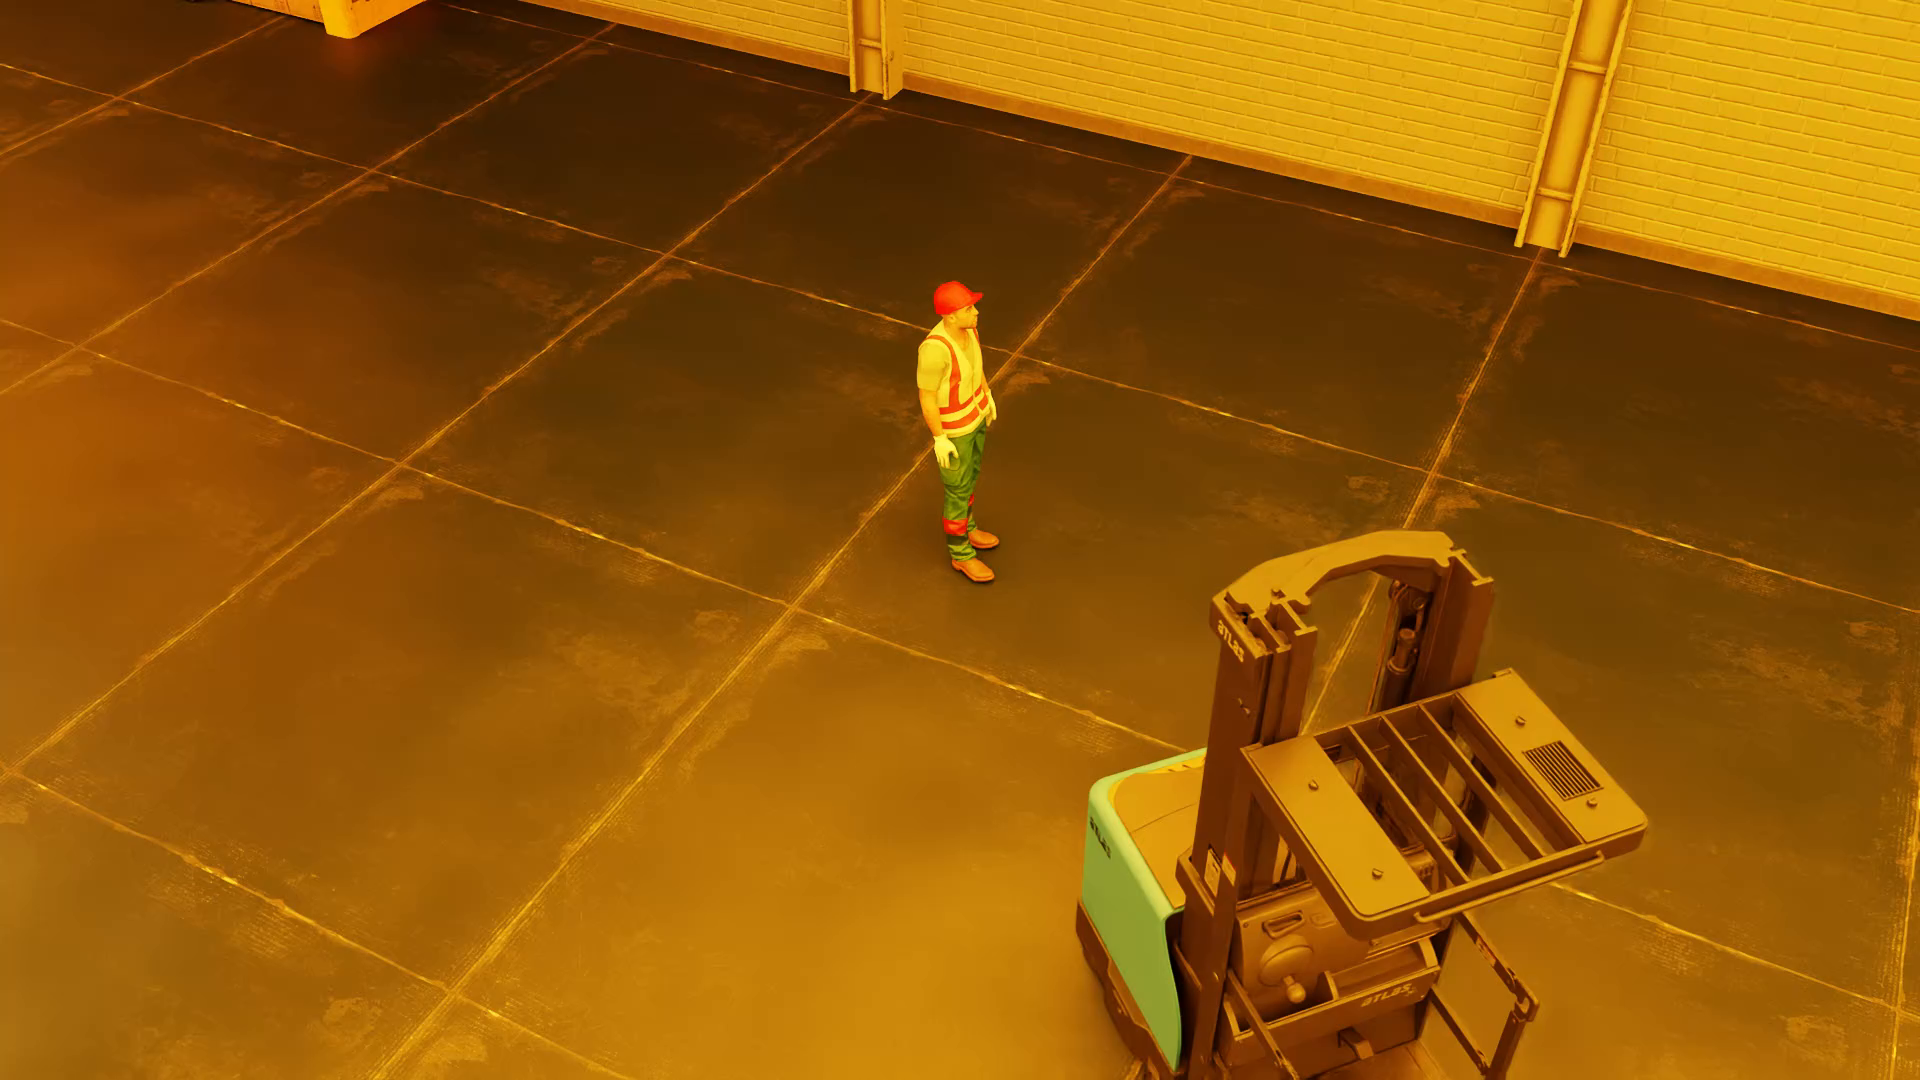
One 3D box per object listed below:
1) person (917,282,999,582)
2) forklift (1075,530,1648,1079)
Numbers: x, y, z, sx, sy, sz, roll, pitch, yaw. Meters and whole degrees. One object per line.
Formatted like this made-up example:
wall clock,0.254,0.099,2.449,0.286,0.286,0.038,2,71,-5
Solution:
person,0.067,-0.659,9.645,0.562,1.789,0.638,18,43,21
forklift,1.552,1.542,6.156,1.130,2.935,3.031,-14,42,-16
